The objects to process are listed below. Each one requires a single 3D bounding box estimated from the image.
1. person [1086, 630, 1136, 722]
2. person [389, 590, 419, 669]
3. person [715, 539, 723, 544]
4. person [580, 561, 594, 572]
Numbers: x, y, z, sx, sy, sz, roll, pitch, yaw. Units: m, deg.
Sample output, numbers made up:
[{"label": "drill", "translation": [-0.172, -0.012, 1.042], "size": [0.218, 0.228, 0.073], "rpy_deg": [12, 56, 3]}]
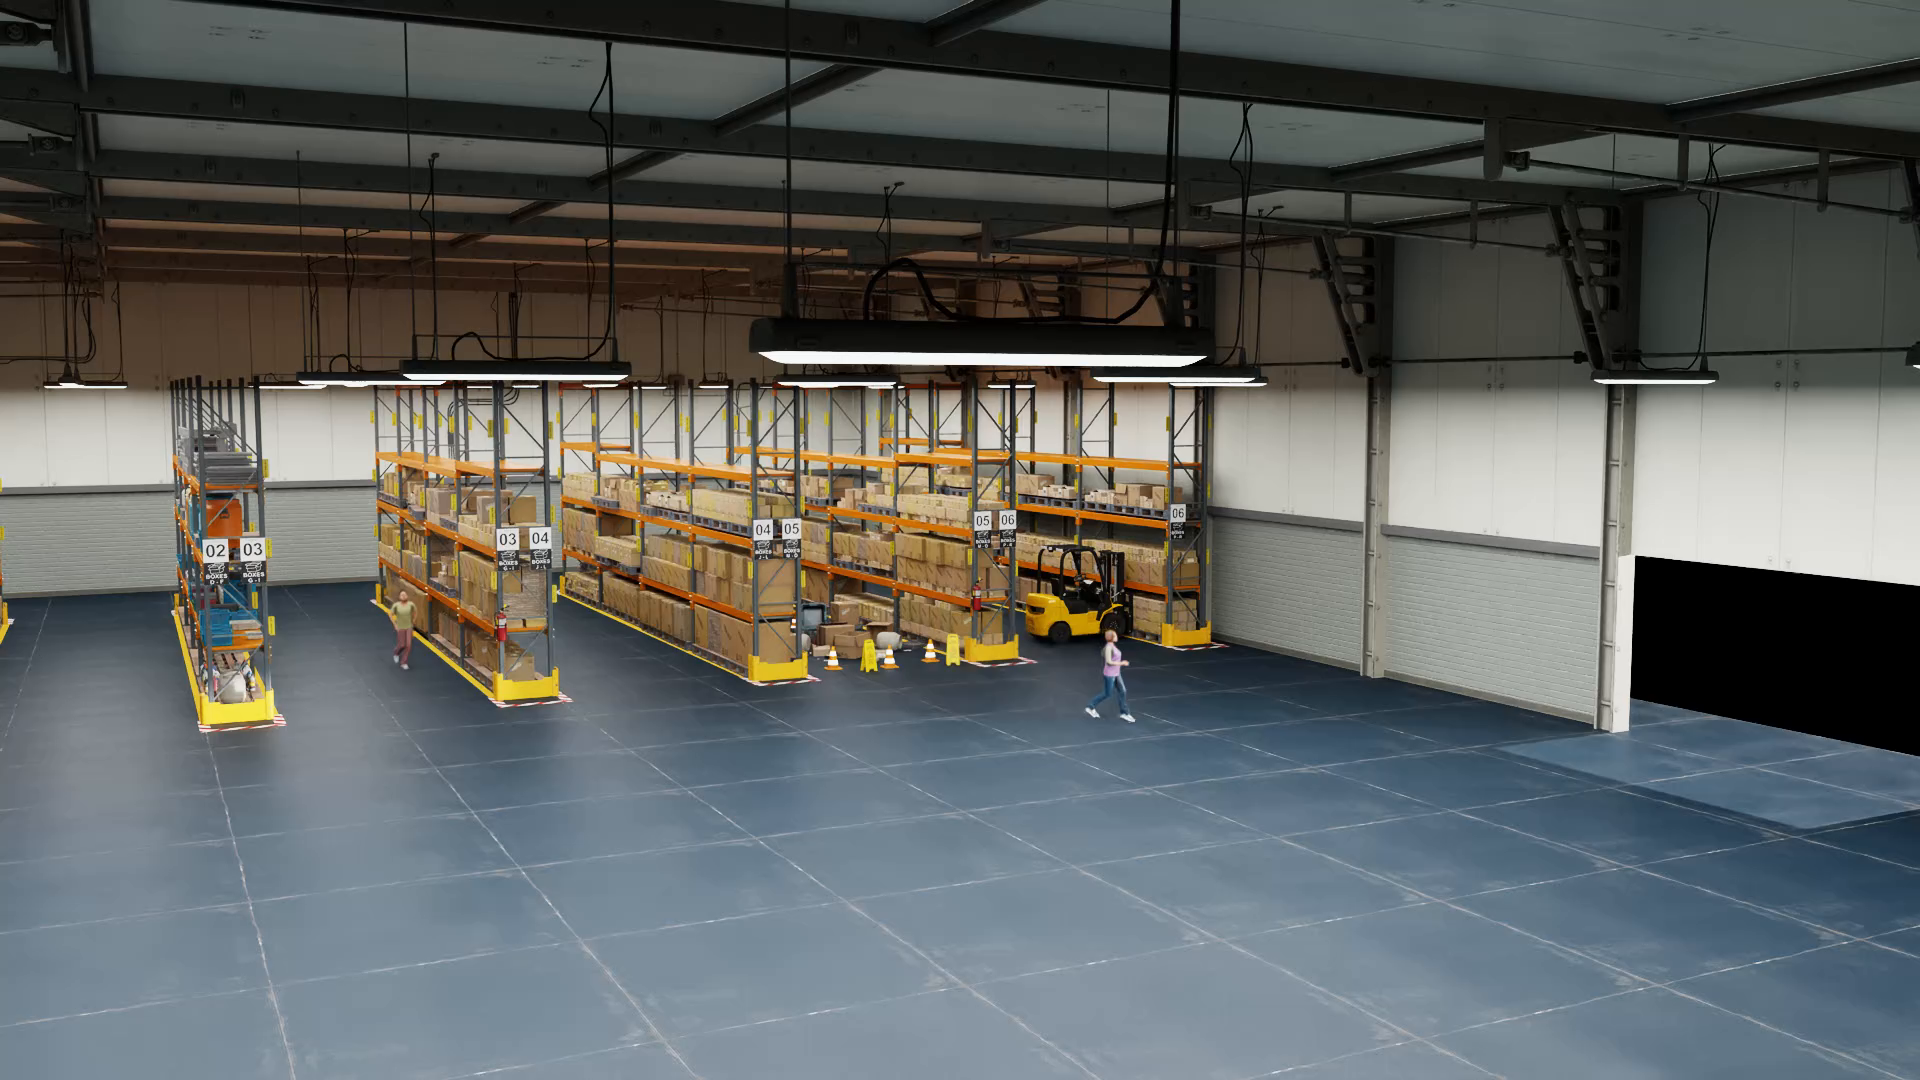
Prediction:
[{"label": "person", "translation": [2.621, 2.358, 28.878], "size": [0.868, 1.610, 0.548], "rpy_deg": [2, 5, 19]}, {"label": "person", "translation": [-11.541, 1.845, 34.570], "size": [0.574, 1.638, 0.585], "rpy_deg": [-3, 6, -29]}, {"label": "person", "translation": [-7.324, 0.410, 50.866], "size": [0.638, 1.583, 0.621], "rpy_deg": [-1, 5, -9]}, {"label": "person", "translation": [-11.008, 0.508, 48.969], "size": [0.908, 1.681, 0.690], "rpy_deg": [2, 5, 22]}]
